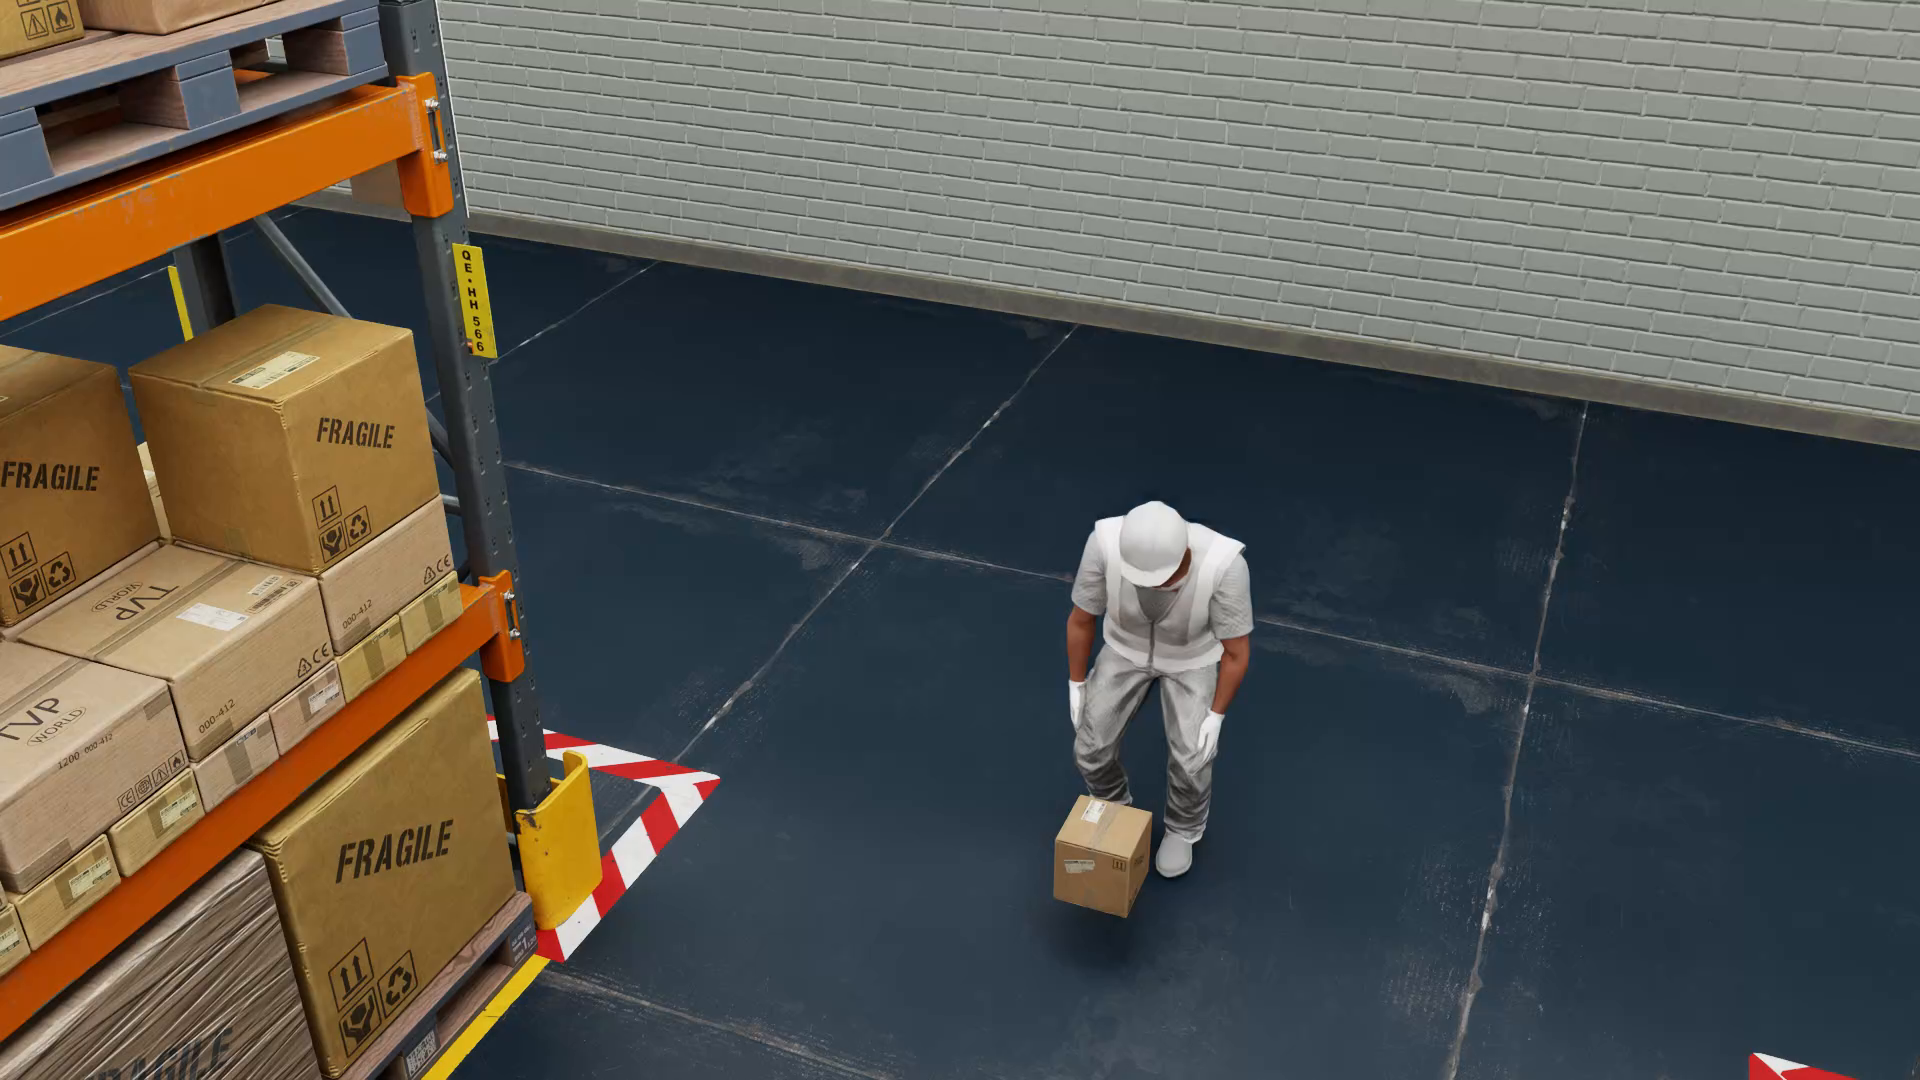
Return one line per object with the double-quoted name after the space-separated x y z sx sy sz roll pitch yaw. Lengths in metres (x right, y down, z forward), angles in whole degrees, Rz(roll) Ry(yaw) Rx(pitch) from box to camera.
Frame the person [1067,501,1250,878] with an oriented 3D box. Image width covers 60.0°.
0.672 0.456 5.561 0.608 1.526 0.696 12 31 20 "person"
